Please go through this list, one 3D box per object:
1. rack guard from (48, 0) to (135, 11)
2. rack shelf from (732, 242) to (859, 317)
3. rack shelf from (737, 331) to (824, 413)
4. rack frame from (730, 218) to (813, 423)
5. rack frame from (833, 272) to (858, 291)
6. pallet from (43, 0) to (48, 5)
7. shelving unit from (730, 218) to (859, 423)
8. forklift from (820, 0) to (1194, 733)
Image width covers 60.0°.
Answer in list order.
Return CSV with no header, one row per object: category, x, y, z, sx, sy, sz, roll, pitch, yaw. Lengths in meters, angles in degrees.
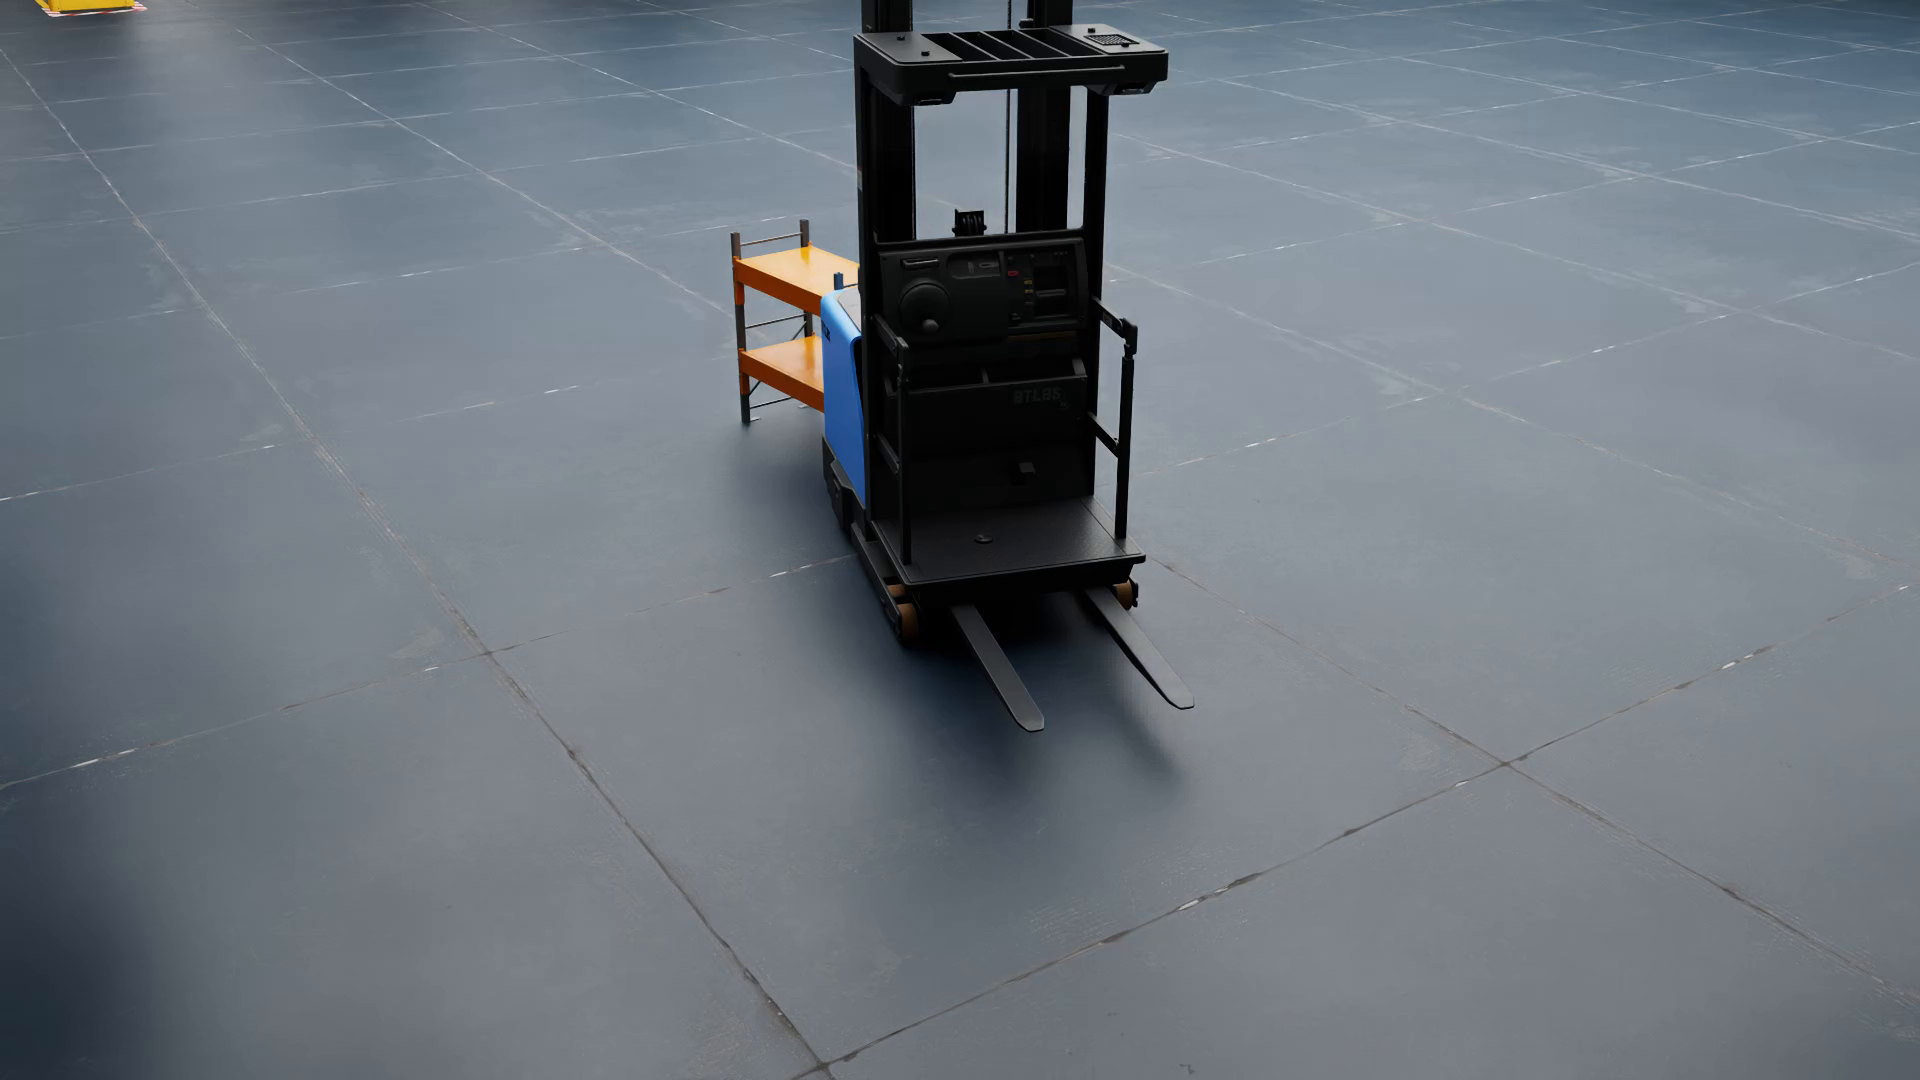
rack guard,-13.384,-8.443,25.550,1.175,0.500,0.348,-16,29,-30
rack shelf,-0.756,-1.354,9.114,0.538,0.278,1.000,-18,31,-34
rack shelf,-0.756,-0.868,9.344,0.538,0.278,1.000,-18,31,-34
rack frame,-1.069,-1.260,9.601,0.500,1.125,0.032,-18,31,-34
rack frame,-0.443,-0.918,8.877,0.500,1.125,0.032,-18,31,-34
pallet,-13.850,-8.585,26.188,1.003,0.211,1.213,-16,29,-30
shelving unit,-0.756,-1.089,9.239,0.538,1.125,1.048,-18,31,-34
forklift,0.169,-1.069,7.080,1.130,2.935,3.031,-7,26,-14
